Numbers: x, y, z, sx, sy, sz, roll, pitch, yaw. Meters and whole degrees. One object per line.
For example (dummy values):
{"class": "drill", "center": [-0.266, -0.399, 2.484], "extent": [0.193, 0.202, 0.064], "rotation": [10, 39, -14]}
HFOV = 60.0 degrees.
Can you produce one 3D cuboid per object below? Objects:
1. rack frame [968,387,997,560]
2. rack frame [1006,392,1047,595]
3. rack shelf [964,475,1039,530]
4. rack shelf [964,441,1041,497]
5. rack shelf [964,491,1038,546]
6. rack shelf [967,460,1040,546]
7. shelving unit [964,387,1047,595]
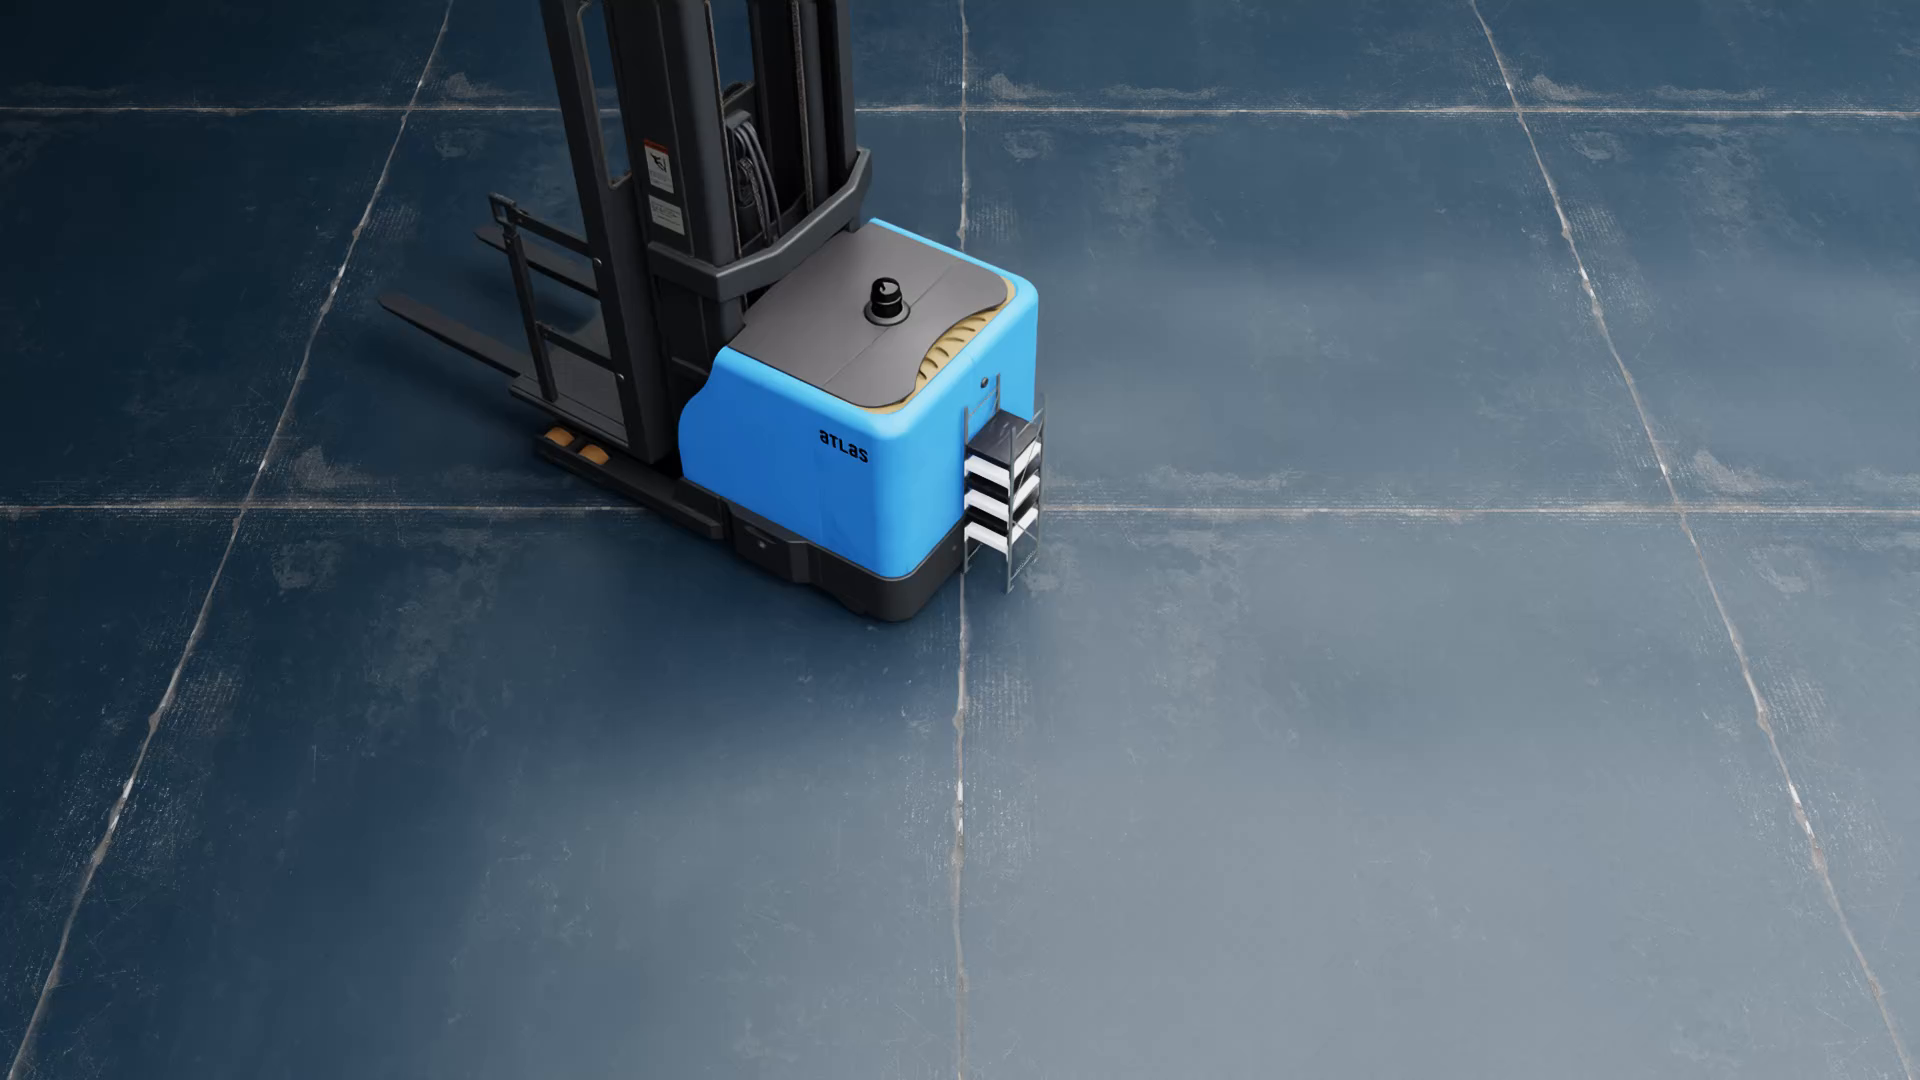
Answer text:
{"class": "rack frame", "center": [0.083, -0.244, 6.443], "extent": [0.003, 0.785, 0.228], "rotation": [26, 52, 22]}
{"class": "rack frame", "center": [0.253, -0.162, 6.367], "extent": [0.006, 0.900, 0.240], "rotation": [26, 52, 22]}
{"class": "rack shelf", "center": [0.168, -0.180, 6.429], "extent": [0.200, 0.077, 0.258], "rotation": [26, 52, 22]}
{"class": "rack shelf", "center": [0.168, -0.303, 6.298], "extent": [0.200, 0.077, 0.258], "rotation": [26, 52, 22]}
{"class": "rack shelf", "center": [0.168, -0.119, 6.495], "extent": [0.200, 0.077, 0.258], "rotation": [26, 52, 22]}
{"class": "rack shelf", "center": [0.168, -0.169, 6.442], "extent": [0.190, 0.281, 0.221], "rotation": [26, 52, 22]}
{"class": "shelving unit", "center": [0.169, -0.203, 6.405], "extent": [0.208, 0.900, 0.258], "rotation": [26, 52, 22]}
